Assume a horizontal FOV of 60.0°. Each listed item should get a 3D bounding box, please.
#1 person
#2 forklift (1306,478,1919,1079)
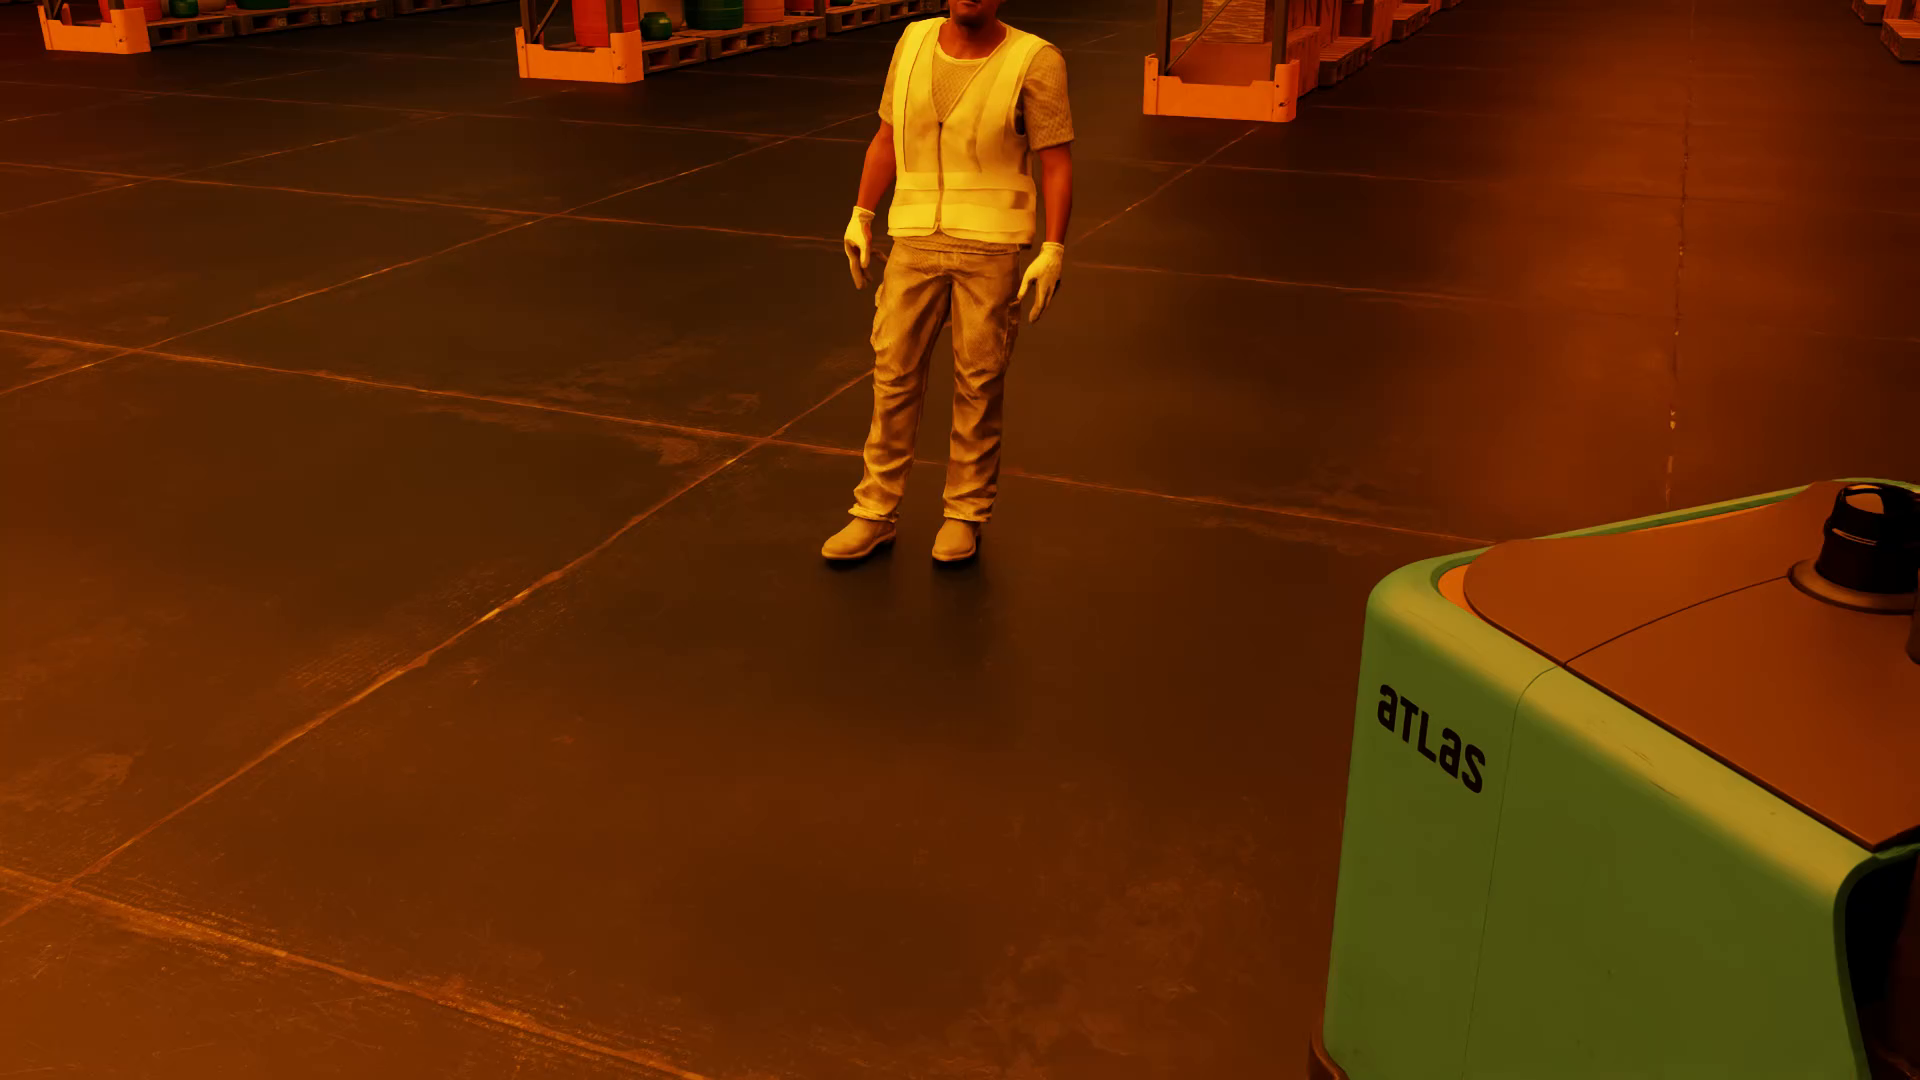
[{"bbox_3d":[-0.035,-0.805,4.687,0.657,1.785,0.575,9,24,21],"label":"person"},{"bbox_3d":[1.577,0.122,1.001,1.130,2.935,3.031,-10,24,-22],"label":"forklift"}]
